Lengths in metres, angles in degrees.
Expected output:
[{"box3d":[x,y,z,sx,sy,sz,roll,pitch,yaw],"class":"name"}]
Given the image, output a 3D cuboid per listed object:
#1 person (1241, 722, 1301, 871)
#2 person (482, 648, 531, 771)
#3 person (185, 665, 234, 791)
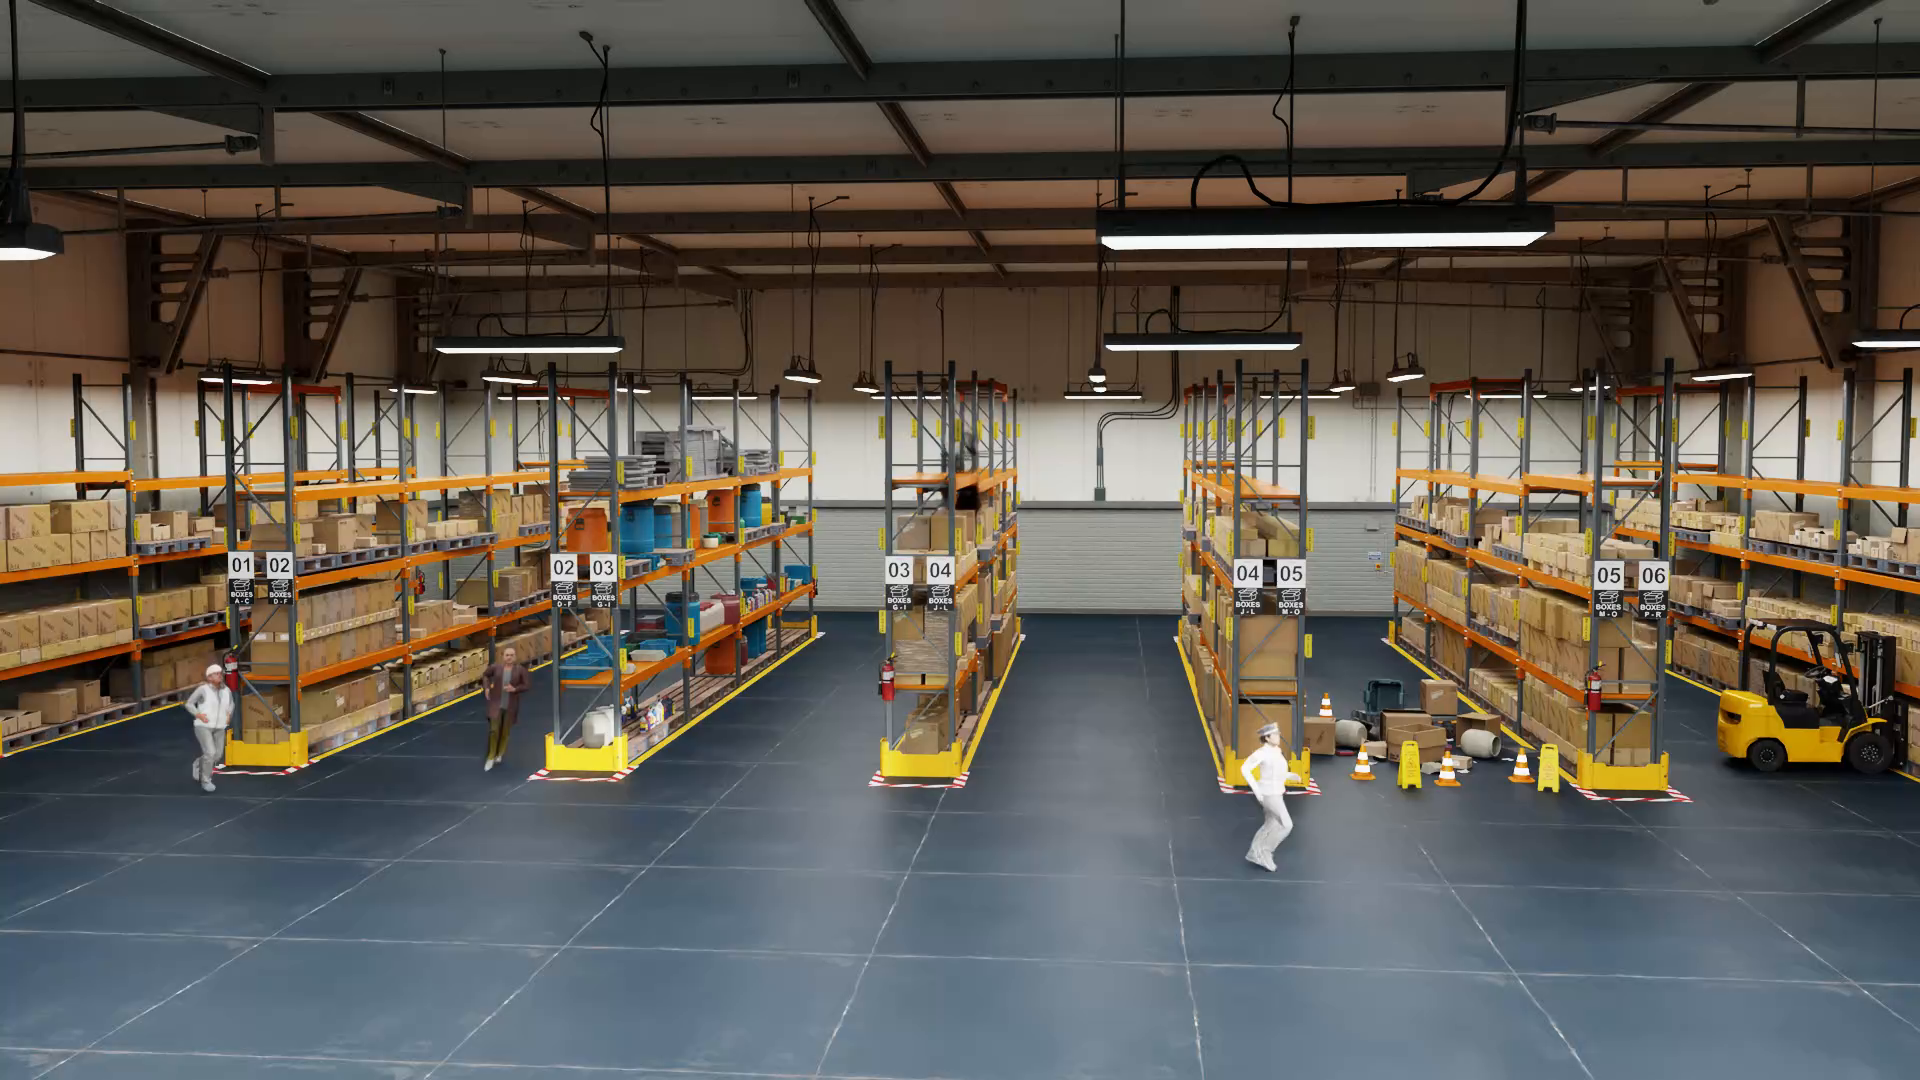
[{"box3d":[3.556,2.912,18.915,0.666,1.690,0.582,2,4,33],"class":"person"},{"box3d":[-6.767,2.510,24.836,0.709,1.837,0.756,-1,4,-17],"class":"person"},{"box3d":[-10.549,2.614,23.425,0.675,1.727,0.697,3,5,39],"class":"person"}]
